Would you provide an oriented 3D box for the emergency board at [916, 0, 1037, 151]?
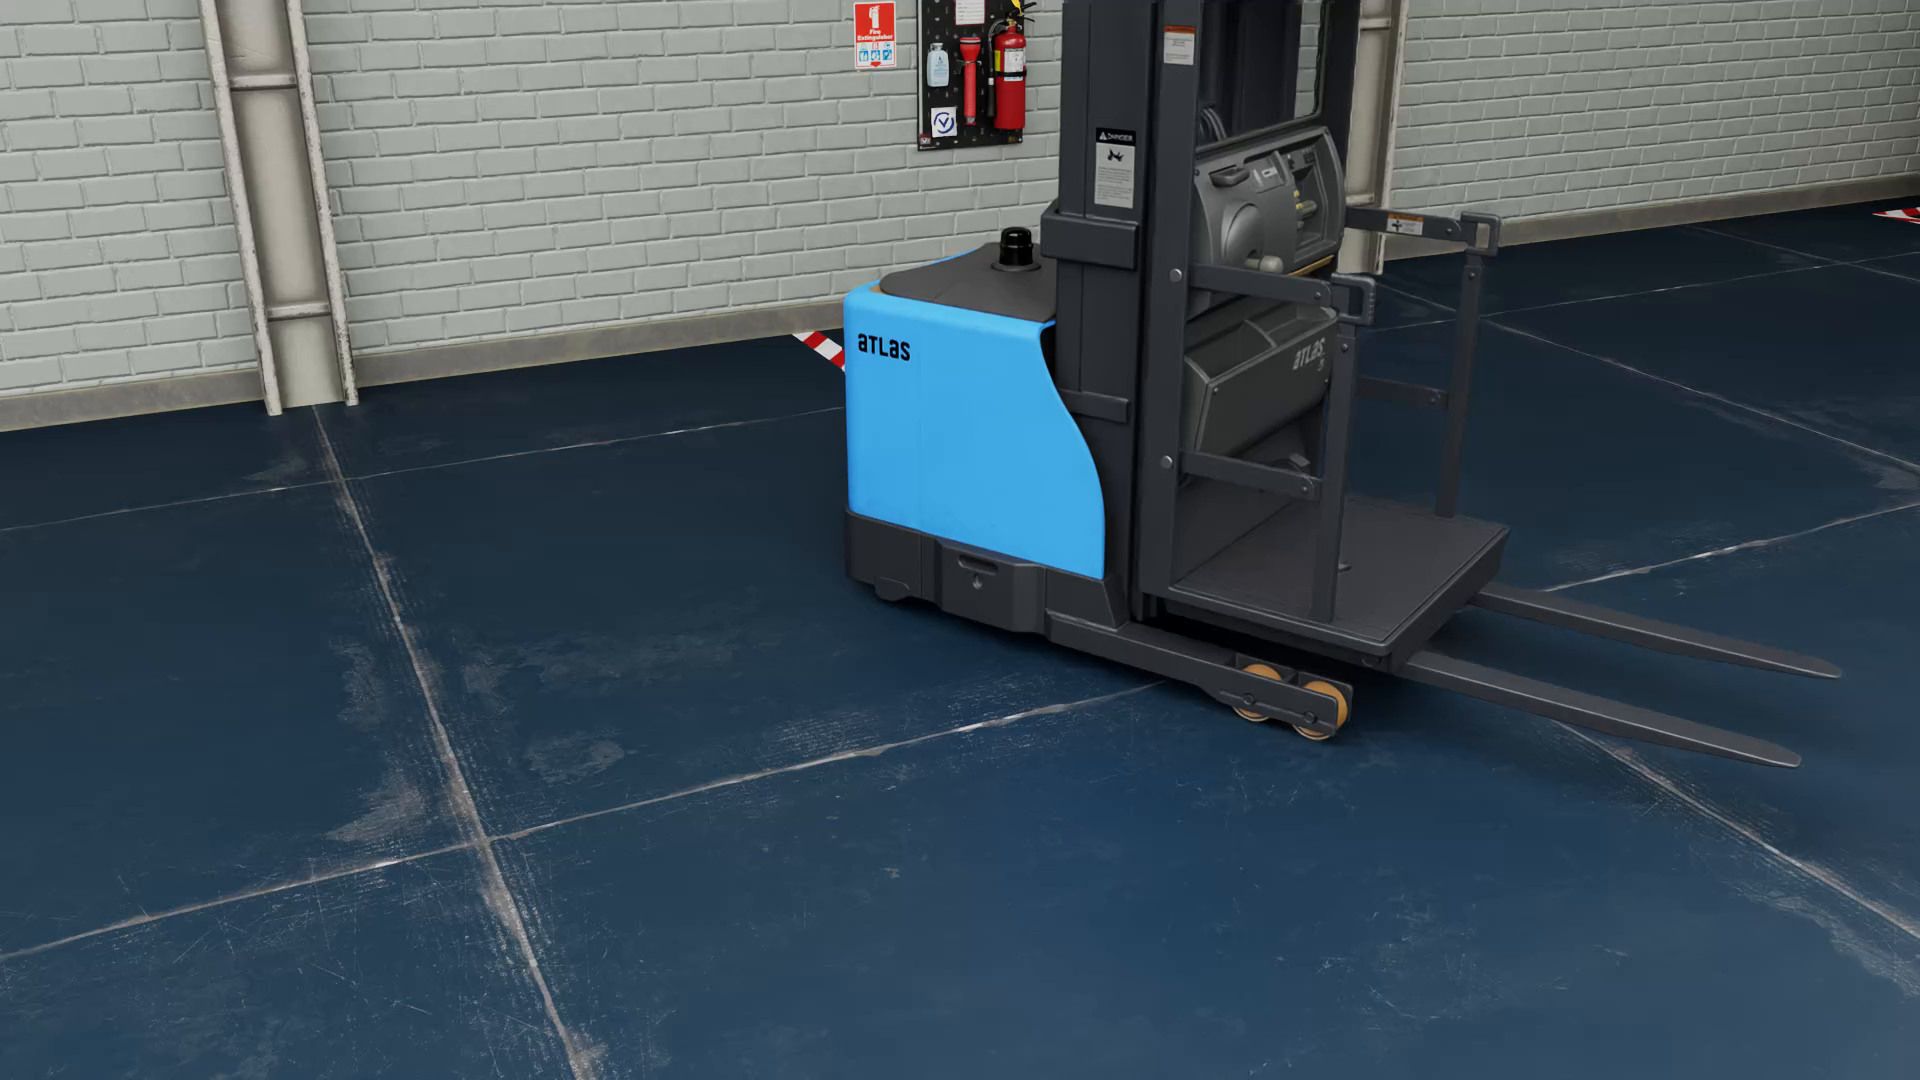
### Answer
[{"bbox_3d":[0.106,-2.640,8.706,0.643,1.169,0.194,-10,25,-24],"label":"emergency board"}]

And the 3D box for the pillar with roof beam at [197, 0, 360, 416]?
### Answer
[{"bbox_3d":[-1.190,-3.330,2.529,0.400,9.000,9.100,-10,25,-24],"label":"pillar with roof beam"}]

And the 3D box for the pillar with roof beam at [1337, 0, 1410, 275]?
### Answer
[{"bbox_3d":[4.216,-4.325,4.933,0.400,9.000,9.100,-10,25,-24],"label":"pillar with roof beam"}]

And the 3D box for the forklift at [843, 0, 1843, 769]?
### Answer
[{"bbox_3d":[1.100,-1.003,4.841,3.031,2.935,1.130,15,27,32],"label":"forklift"}]

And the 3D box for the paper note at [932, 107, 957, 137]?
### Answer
[{"bbox_3d":[-0.083,-2.228,8.861,0.142,0.148,0.016,-10,25,-24],"label":"paper note"}]

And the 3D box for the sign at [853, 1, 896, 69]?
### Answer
[{"bbox_3d":[-0.437,-2.601,8.564,0.234,0.329,0.001,-10,25,-24],"label":"sign"}]
